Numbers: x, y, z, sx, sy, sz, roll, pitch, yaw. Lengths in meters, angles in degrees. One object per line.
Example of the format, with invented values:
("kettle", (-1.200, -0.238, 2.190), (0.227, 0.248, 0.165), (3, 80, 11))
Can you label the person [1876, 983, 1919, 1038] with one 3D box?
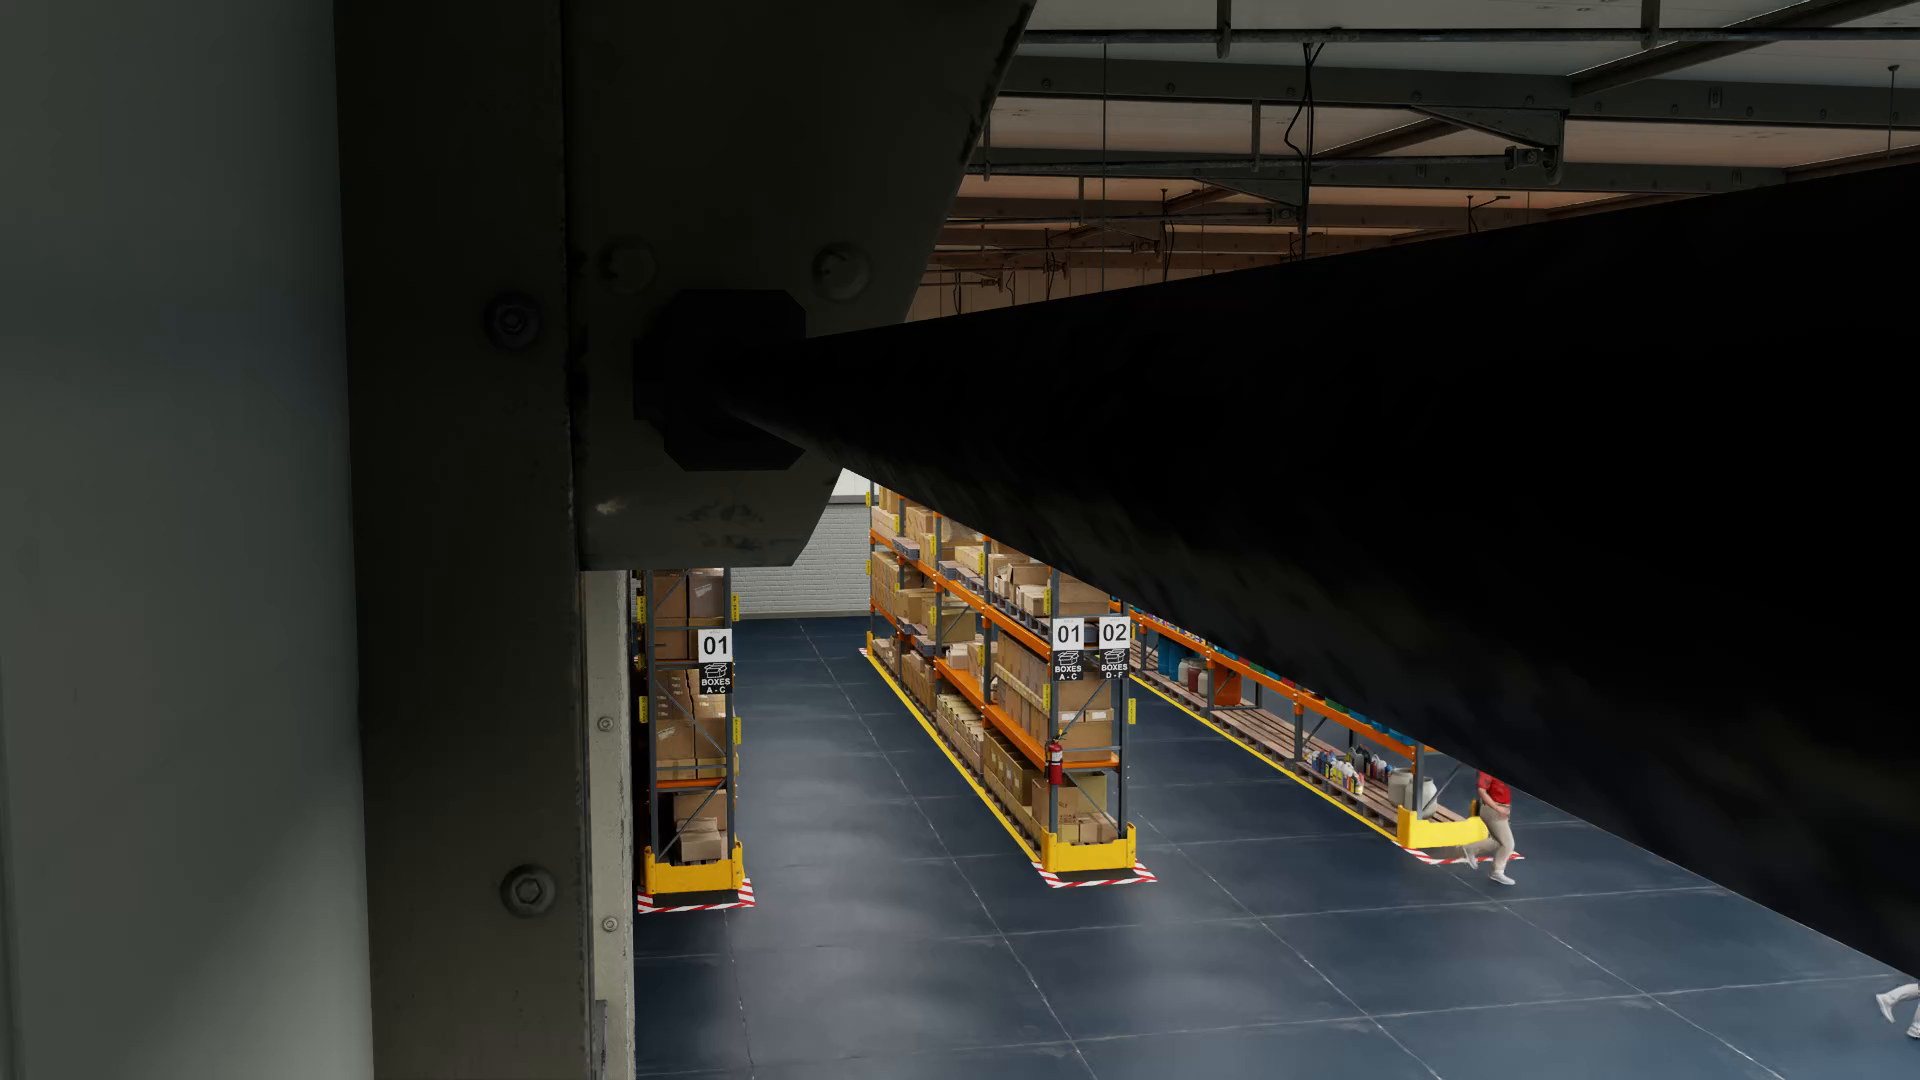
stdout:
("person", (9.023, 3.882, 15.663), (0.532, 1.654, 0.652), (1, 6, 11))

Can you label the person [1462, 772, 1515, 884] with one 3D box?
("person", (6.569, 3.350, 20.553), (0.640, 1.666, 0.693), (3, 7, 30))
